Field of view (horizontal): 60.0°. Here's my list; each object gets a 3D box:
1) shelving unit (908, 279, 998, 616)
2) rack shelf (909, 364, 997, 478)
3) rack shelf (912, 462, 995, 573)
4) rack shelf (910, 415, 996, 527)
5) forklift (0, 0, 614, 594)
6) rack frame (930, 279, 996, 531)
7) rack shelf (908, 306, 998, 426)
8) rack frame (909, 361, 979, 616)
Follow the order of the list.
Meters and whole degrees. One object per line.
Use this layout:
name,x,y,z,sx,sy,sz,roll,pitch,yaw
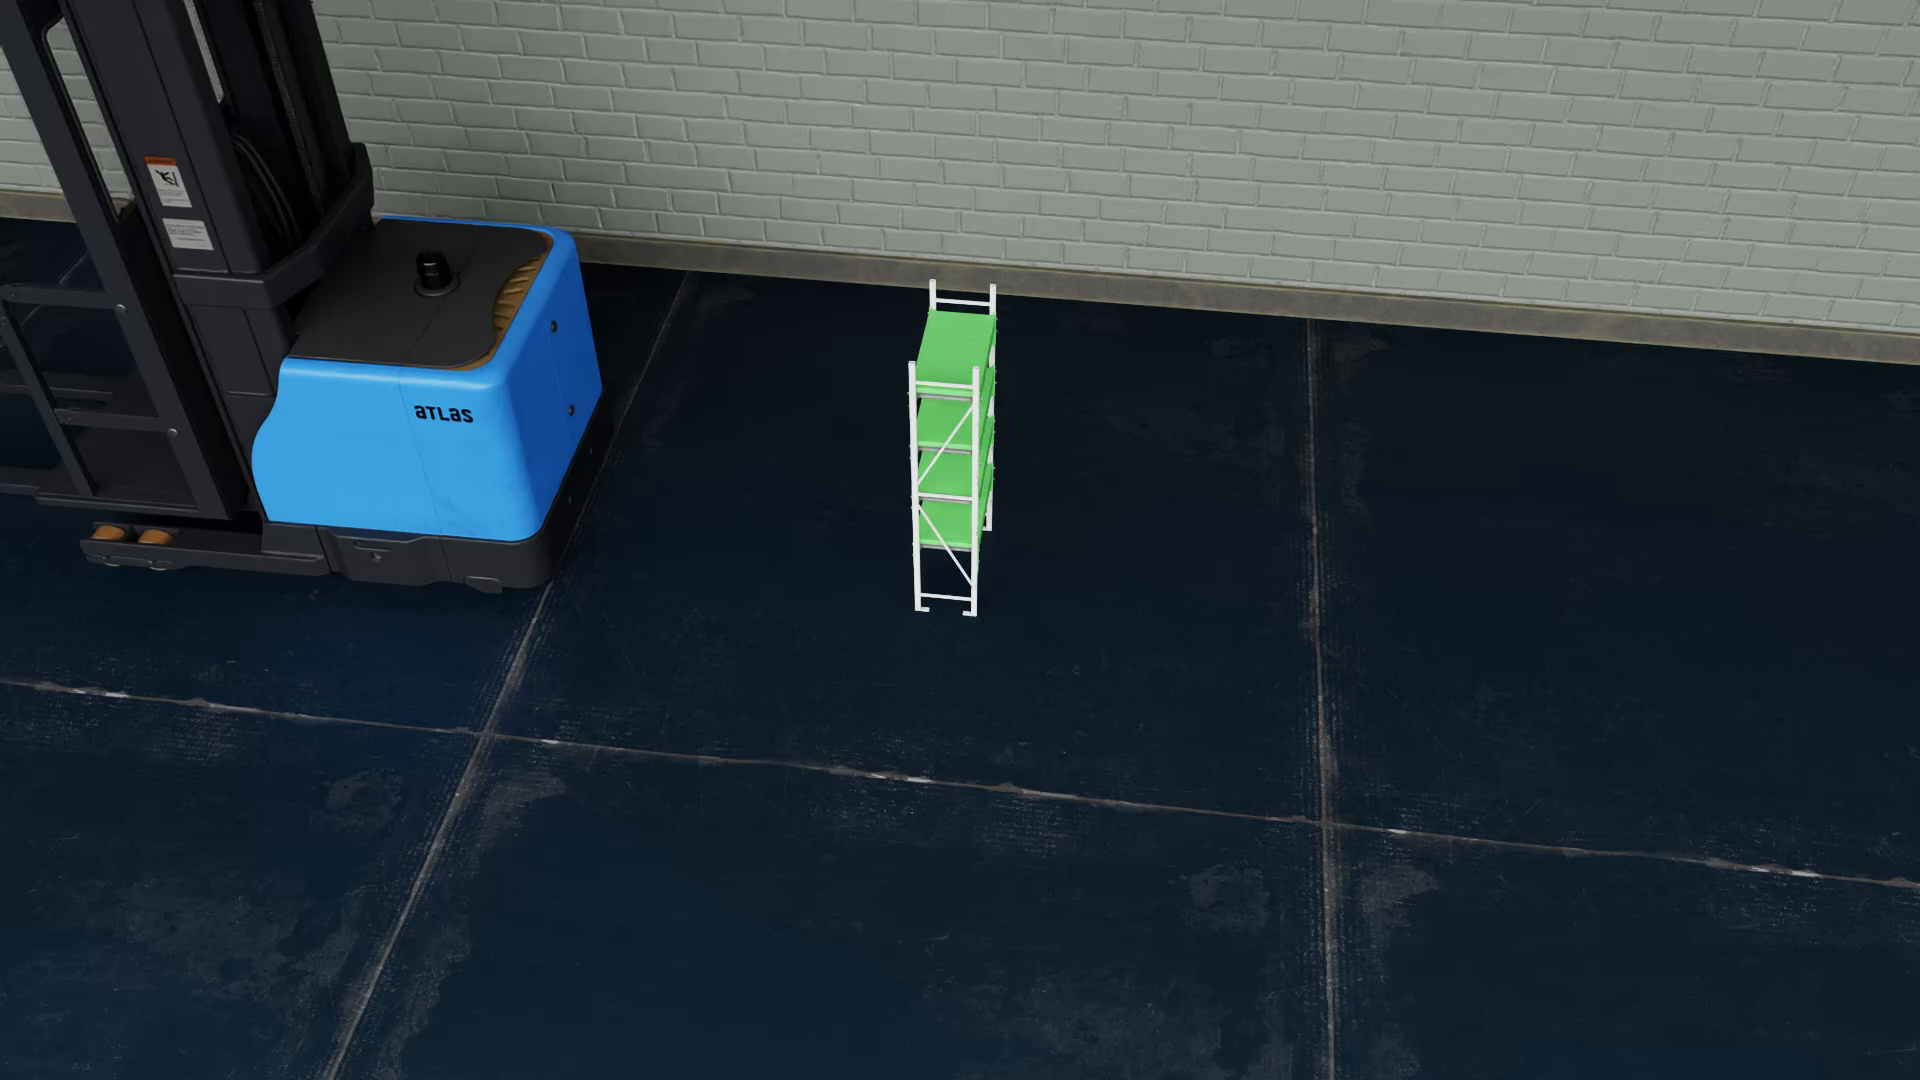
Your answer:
shelving unit,-0.022,-0.323,6.218,0.258,1.200,0.503,5,44,6
rack shelf,-0.022,-0.451,6.097,0.258,0.148,0.480,5,44,6
rack shelf,-0.022,-0.102,6.427,0.258,0.148,0.480,5,44,6
rack shelf,-0.022,-0.276,6.262,0.258,0.148,0.480,5,44,6
forklift,-3.037,-1.299,5.990,3.031,2.935,1.130,5,44,5
rack frame,0.010,-0.489,6.394,0.240,1.200,0.015,5,44,6
rack shelf,-0.022,-0.625,5.932,0.258,0.148,0.480,5,44,6
rack frame,-0.054,-0.157,6.043,0.240,1.200,0.015,5,44,6
